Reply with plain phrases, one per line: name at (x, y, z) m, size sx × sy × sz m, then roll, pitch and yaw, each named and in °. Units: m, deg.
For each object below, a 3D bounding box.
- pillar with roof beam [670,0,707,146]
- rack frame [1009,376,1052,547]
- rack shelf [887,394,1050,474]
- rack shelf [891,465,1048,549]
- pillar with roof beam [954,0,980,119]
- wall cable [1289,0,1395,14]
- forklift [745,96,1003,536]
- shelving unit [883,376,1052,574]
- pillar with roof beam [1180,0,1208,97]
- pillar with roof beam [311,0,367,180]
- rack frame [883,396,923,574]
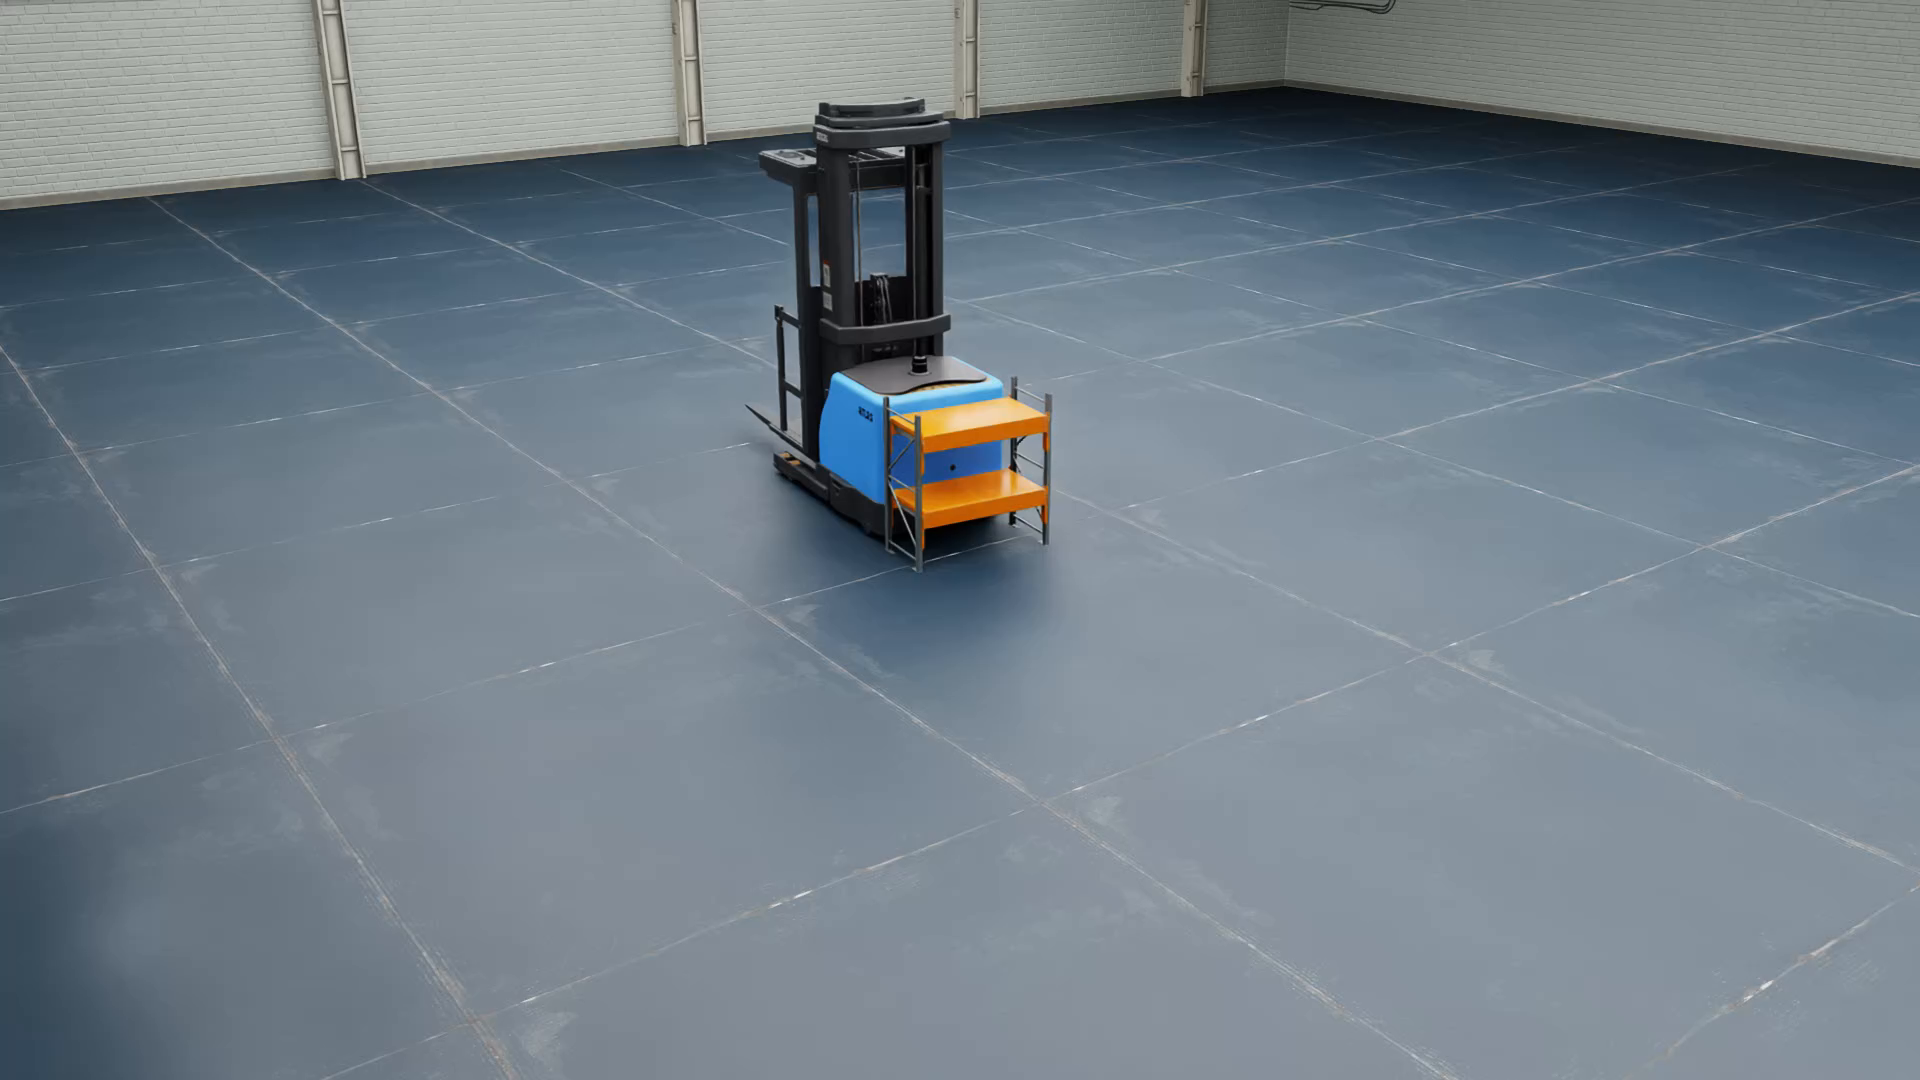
pillar with roof beam at (-2.216, -9.897, 24.557) m, size 0.400 × 9.000 × 9.100 m, roll -15°, pitch 26°, yaw -33°
rack frame at (0.497, -0.558, 11.777) m, size 0.032 × 1.125 × 0.500 m, roll -12°, pitch 25°, yaw -27°
rack shelf at (0.054, -0.738, 11.437) m, size 1.000 × 0.278 × 0.538 m, roll -12°, pitch 25°, yaw -27°
rack shelf at (0.054, -0.239, 11.636) m, size 1.000 × 0.278 × 0.538 m, roll -12°, pitch 25°, yaw -27°
pillar with roof beam at (2.654, -11.196, 27.811) m, size 0.400 × 9.000 × 9.100 m, roll -15°, pitch 26°, yaw -33°
wall cable at (8.174, -12.587, 35.488) m, size 0.112 × 2.526 × 3.097 m, roll -15°, pitch 26°, yaw -33°
forklift at (-0.823, -1.894, 12.687) m, size 1.130 × 2.935 × 3.031 m, roll -11°, pitch 24°, yaw -26°
shelving unit at (0.054, -0.466, 11.546) m, size 1.048 × 1.125 × 0.538 m, roll -12°, pitch 25°, yaw -27°
pillar with roof beam at (7.525, -12.494, 31.066) m, size 0.400 × 9.000 × 9.100 m, roll -15°, pitch 26°, yaw -33°
pillar with roof beam at (-7.087, -8.598, 21.302) m, size 0.400 × 9.000 × 9.100 m, roll -15°, pitch 26°, yaw -33°
rack frame at (-0.389, -0.373, 11.314) m, size 0.032 × 1.125 × 0.500 m, roll -12°, pitch 25°, yaw -27°
